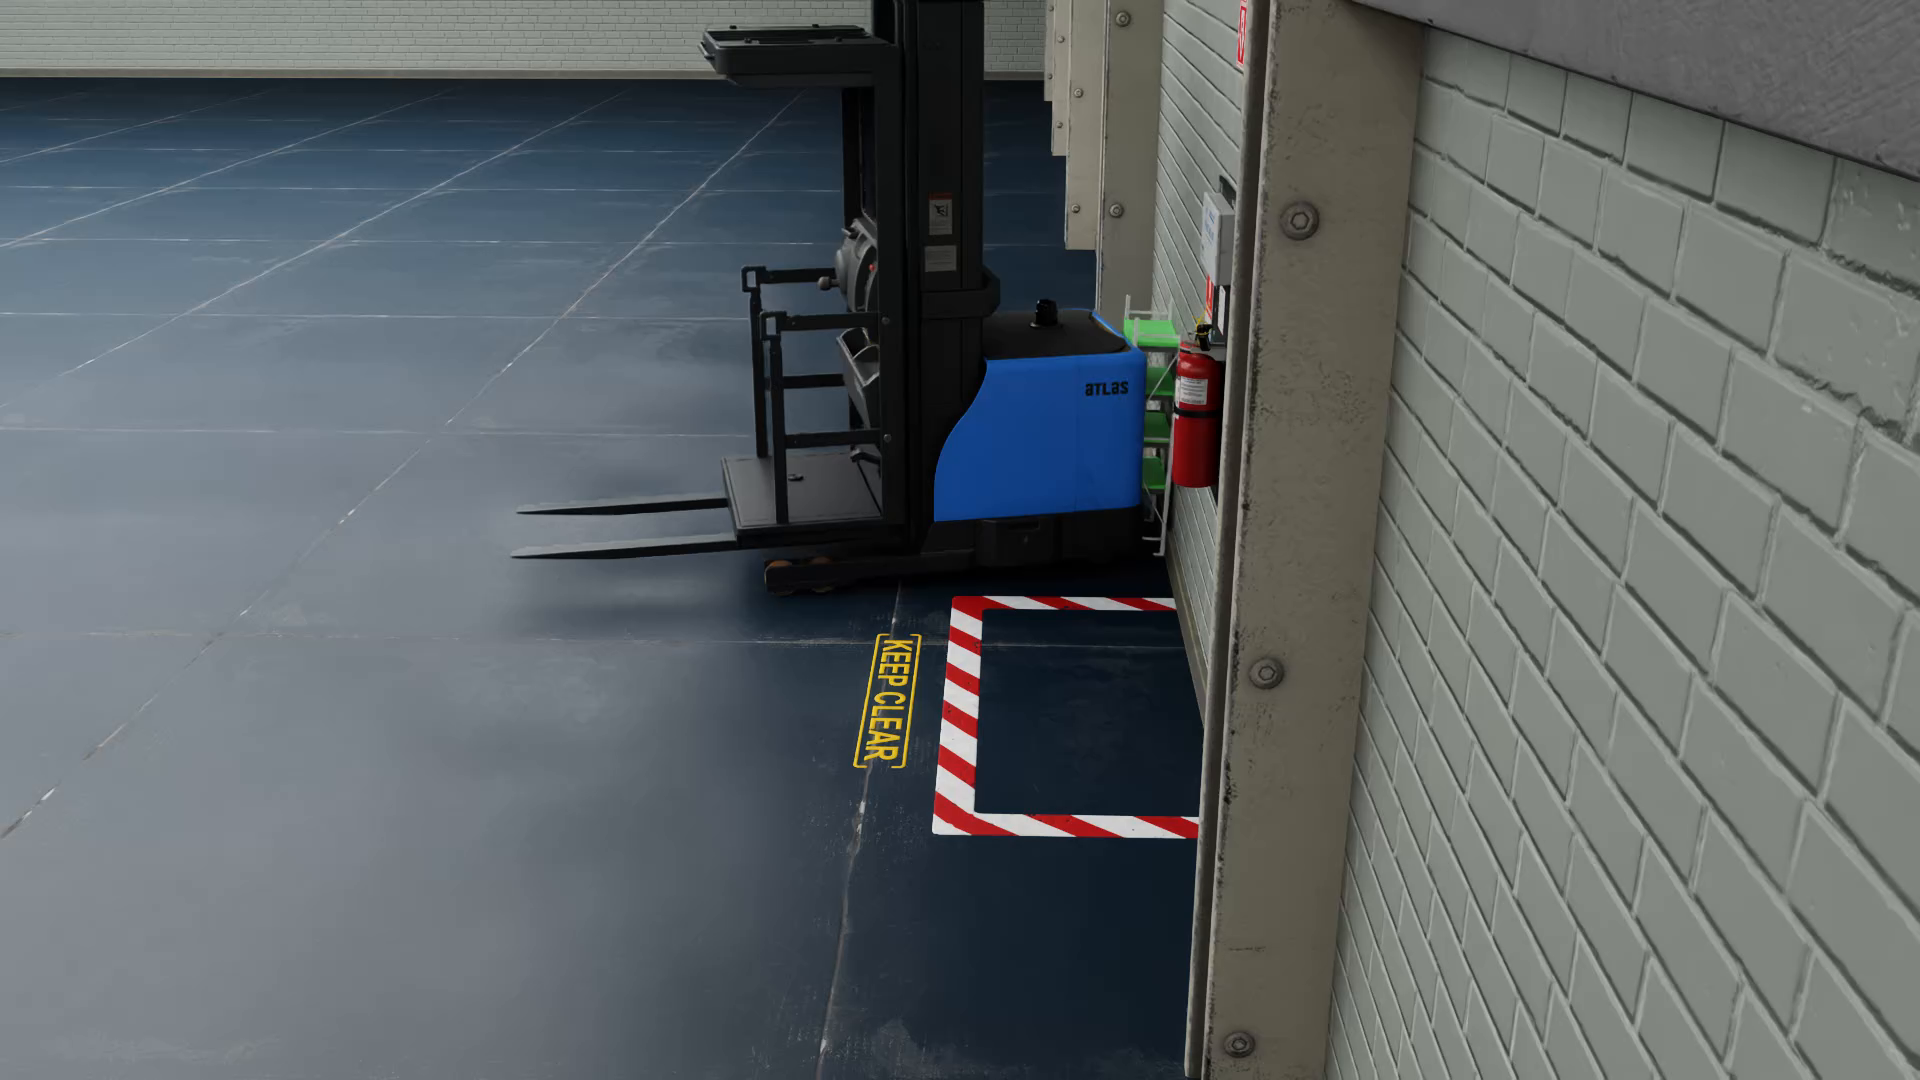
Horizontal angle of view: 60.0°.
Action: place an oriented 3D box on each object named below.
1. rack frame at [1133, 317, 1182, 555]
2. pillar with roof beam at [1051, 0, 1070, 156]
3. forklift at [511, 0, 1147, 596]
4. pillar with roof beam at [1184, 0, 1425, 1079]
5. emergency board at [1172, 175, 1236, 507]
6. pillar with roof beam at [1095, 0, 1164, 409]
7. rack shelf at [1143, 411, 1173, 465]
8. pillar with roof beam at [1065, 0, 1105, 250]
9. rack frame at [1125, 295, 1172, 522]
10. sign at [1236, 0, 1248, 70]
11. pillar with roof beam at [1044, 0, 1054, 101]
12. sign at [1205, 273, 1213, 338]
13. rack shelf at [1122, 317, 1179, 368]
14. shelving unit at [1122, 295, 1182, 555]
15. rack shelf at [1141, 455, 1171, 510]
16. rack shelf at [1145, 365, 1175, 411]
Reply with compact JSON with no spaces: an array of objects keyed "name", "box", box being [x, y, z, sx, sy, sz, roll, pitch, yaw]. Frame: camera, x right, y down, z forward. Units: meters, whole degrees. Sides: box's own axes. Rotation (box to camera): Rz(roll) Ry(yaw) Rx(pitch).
[{"name":"rack frame","box":[0.926,-0.492,8.113,0.240,1.200,0.015,3,21,0]},{"name":"pillar with roof beam","box":[-2.973,-9.194,19.785,9.100,9.000,0.400,1,21,2]},{"name":"forklift","box":[-0.669,-1.310,7.853,3.031,2.935,1.130,-4,22,-11]},{"name":"pillar with roof beam","box":[-3.520,-2.686,3.011,9.100,9.000,0.400,1,21,2]},{"name":"emergency board","box":[0.896,-0.735,6.276,0.194,1.169,0.643,1,21,2]},{"name":"pillar with roof beam","box":[-3.338,-4.855,8.602,9.100,9.000,0.400,1,21,2]},{"name":"rack shelf","box":[0.926,-0.518,8.364,0.258,0.148,0.480,3,21,0]},{"name":"pillar with roof beam","box":[-3.155,-7.025,14.194,9.100,9.000,0.400,1,21,2]},{"name":"rack frame","box":[0.931,-0.664,8.570,0.240,1.200,0.015,3,21,0]},{"name":"sign","box":[0.996,-1.817,5.862,0.001,0.298,0.199,1,21,2]},{"name":"pillar with roof beam","box":[-2.790,-11.364,25.376,9.100,9.000,0.400,1,21,2]},{"name":"sign","box":[1.016,-0.950,6.782,0.001,0.329,0.234,1,21,2]},{"name":"rack shelf","box":[0.946,-0.967,8.194,0.258,0.148,0.480,3,21,0]},{"name":"shelving unit","box":[0.928,-0.578,8.342,0.258,1.200,0.503,3,21,0]},{"name":"rack shelf","box":[0.915,-0.294,8.449,0.258,0.148,0.480,3,21,0]},{"name":"rack shelf","box":[0.936,-0.743,8.279,0.258,0.148,0.480,3,21,0]}]
